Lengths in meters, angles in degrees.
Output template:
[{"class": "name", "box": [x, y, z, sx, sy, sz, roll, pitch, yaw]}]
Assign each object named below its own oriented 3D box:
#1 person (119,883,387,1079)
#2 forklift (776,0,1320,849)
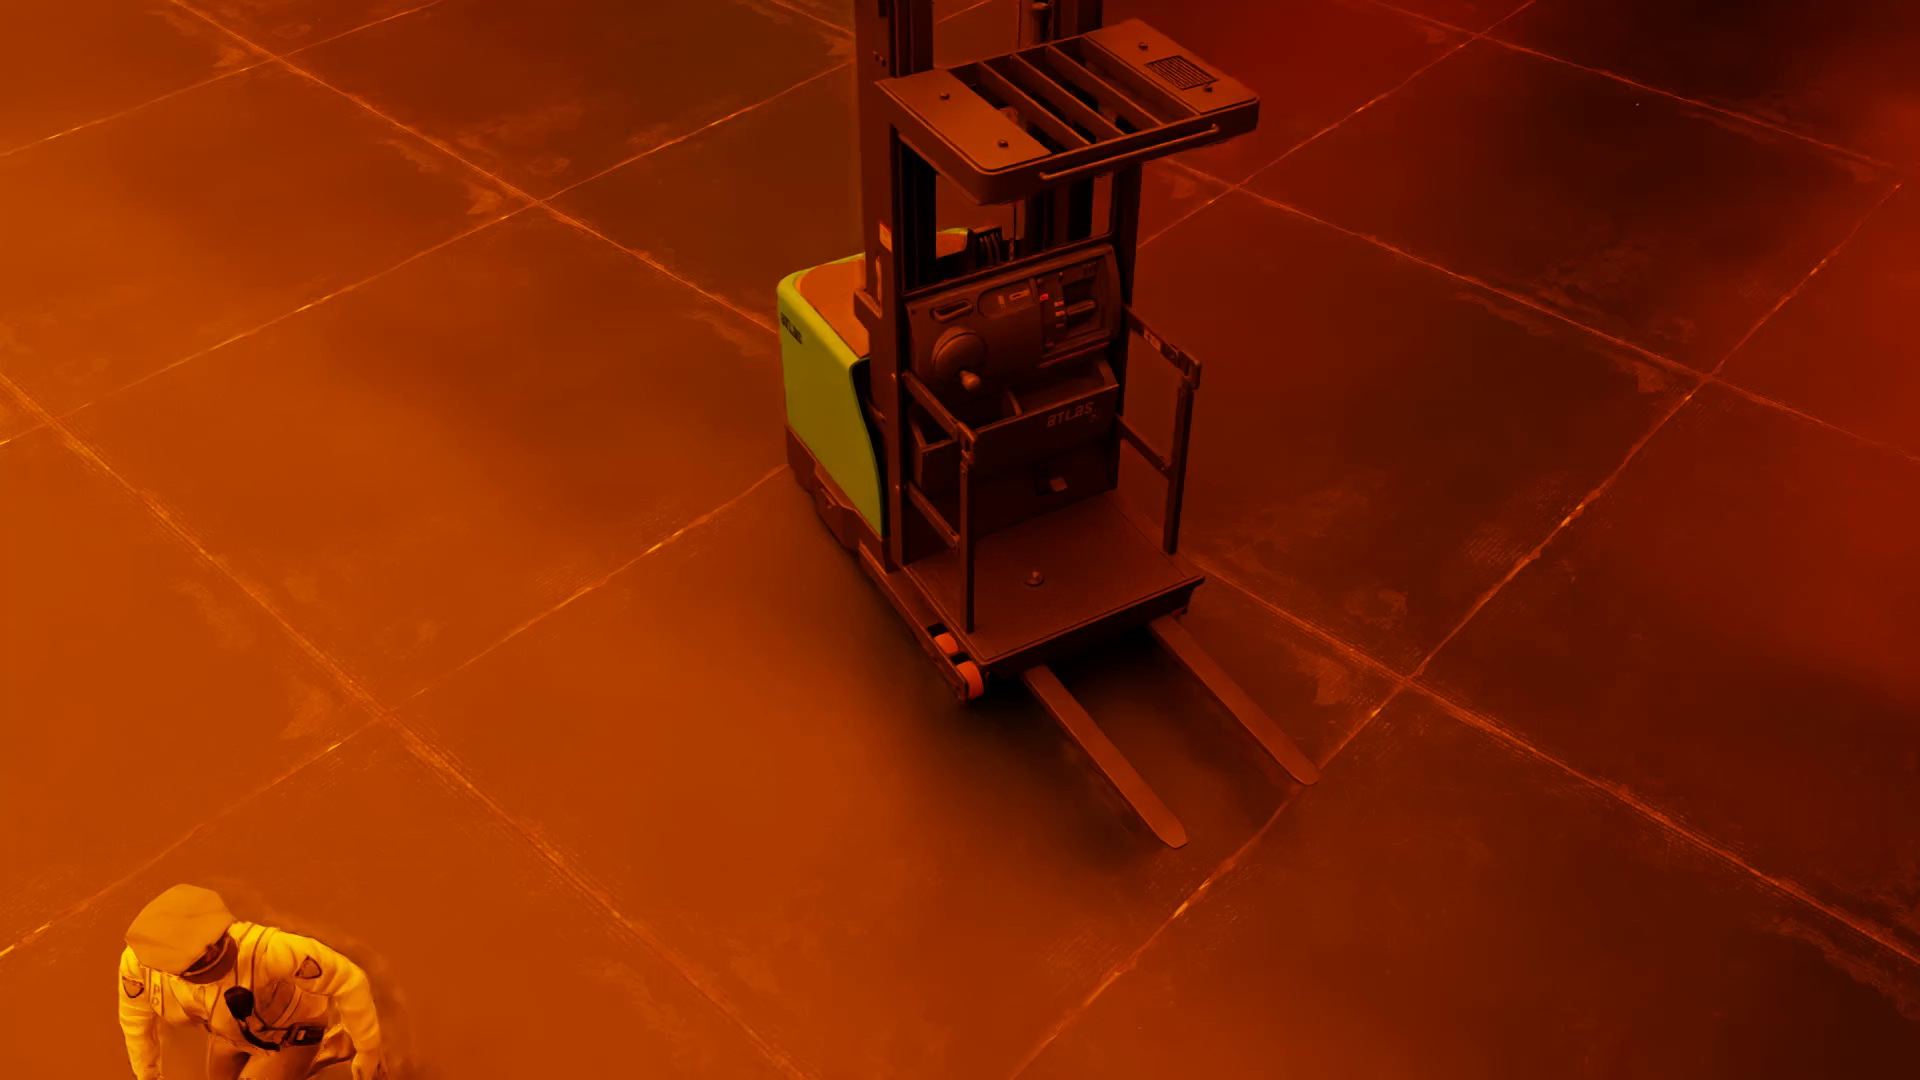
[{"class": "person", "box": [-2.014, 1.422, 4.911, 0.635, 1.419, 0.682, 16, 43, 18]}, {"class": "forklift", "box": [0.328, -0.787, 6.346, 1.130, 2.935, 3.031, -20, 45, -22]}]
